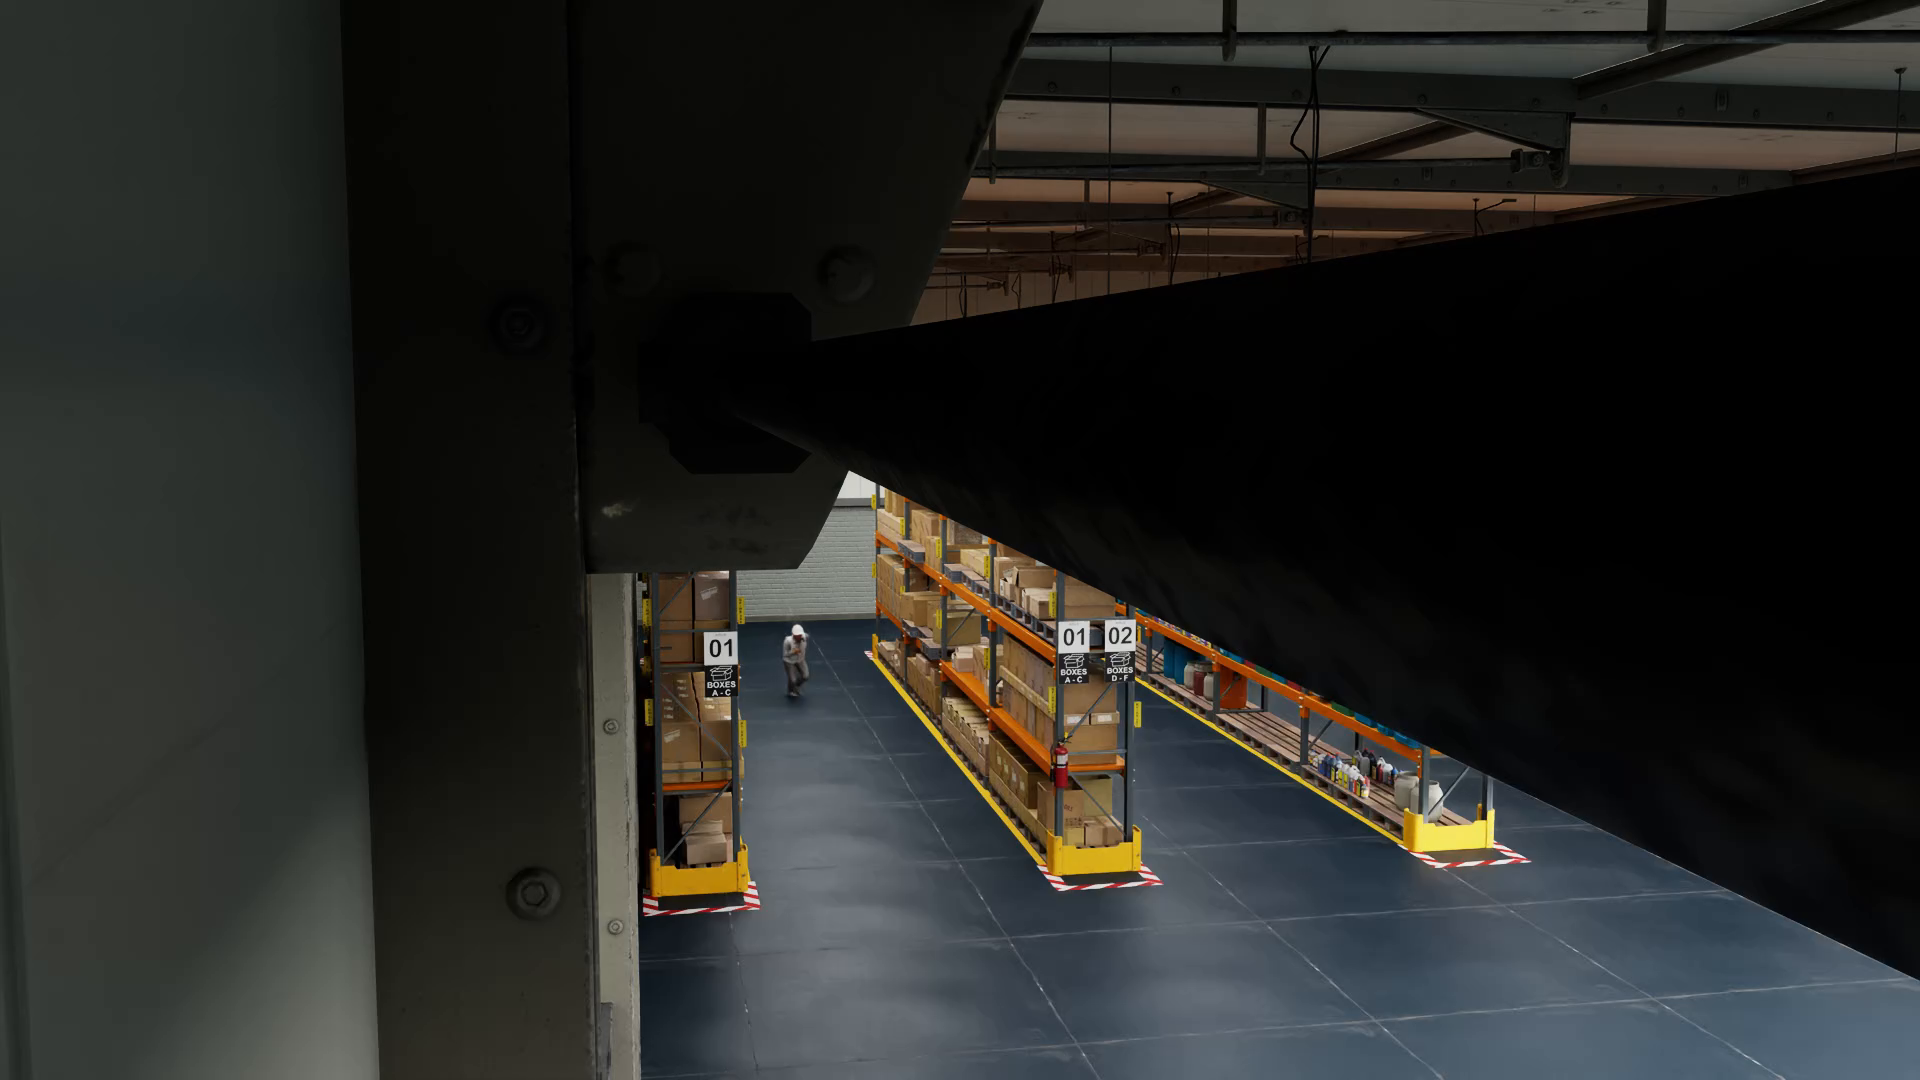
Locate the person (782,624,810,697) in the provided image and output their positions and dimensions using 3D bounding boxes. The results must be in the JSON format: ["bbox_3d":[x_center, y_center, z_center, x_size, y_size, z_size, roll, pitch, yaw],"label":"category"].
[{"bbox_3d":[-3.140,2.308,31.860,0.659,1.490,0.990,-3,7,-28],"label":"person"}]
